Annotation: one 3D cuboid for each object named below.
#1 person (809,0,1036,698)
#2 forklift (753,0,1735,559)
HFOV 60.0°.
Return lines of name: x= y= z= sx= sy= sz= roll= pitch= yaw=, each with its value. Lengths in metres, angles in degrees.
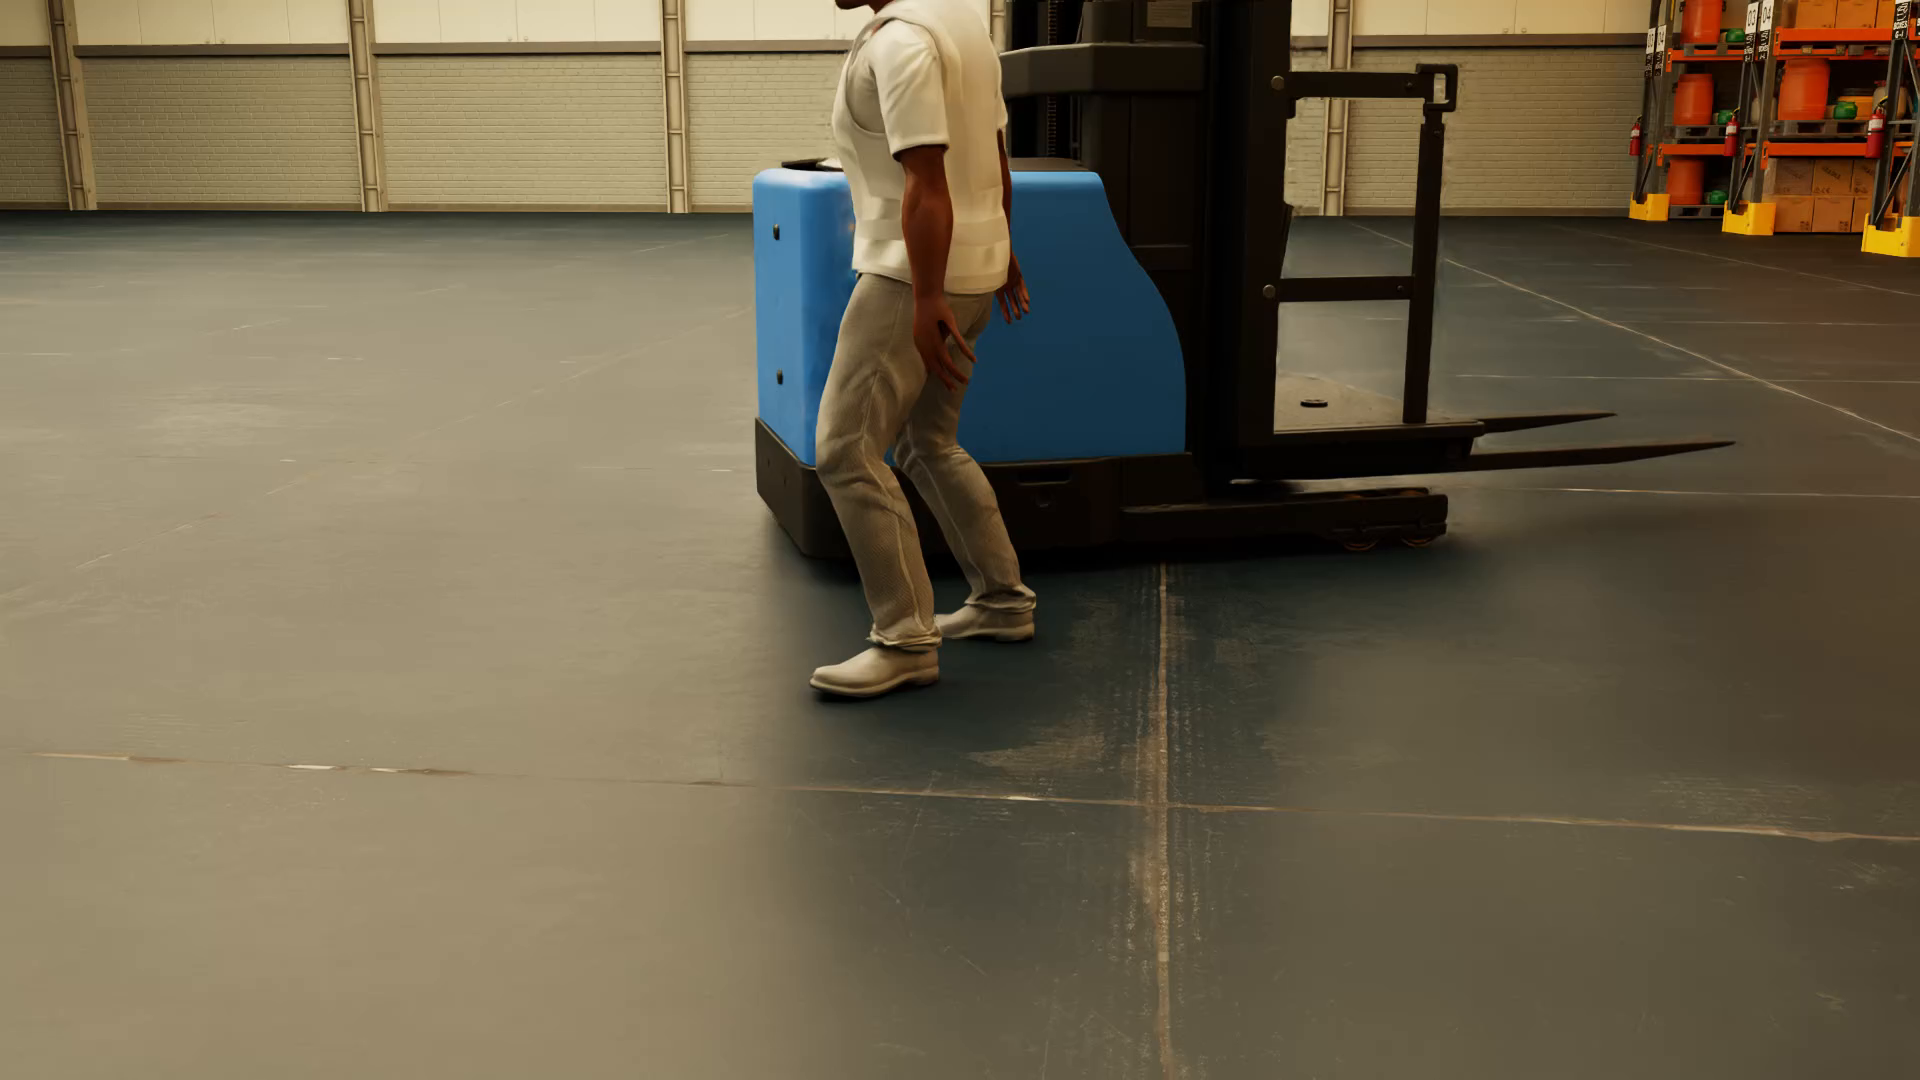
person: x=-0.081 y=-0.576 z=3.687 sx=0.476 sy=1.732 sz=0.886 roll=4 pitch=14 yaw=15
forklift: x=0.928 y=-1.506 z=4.951 sx=3.031 sy=2.935 sz=1.130 roll=-4 pitch=14 yaw=-15
